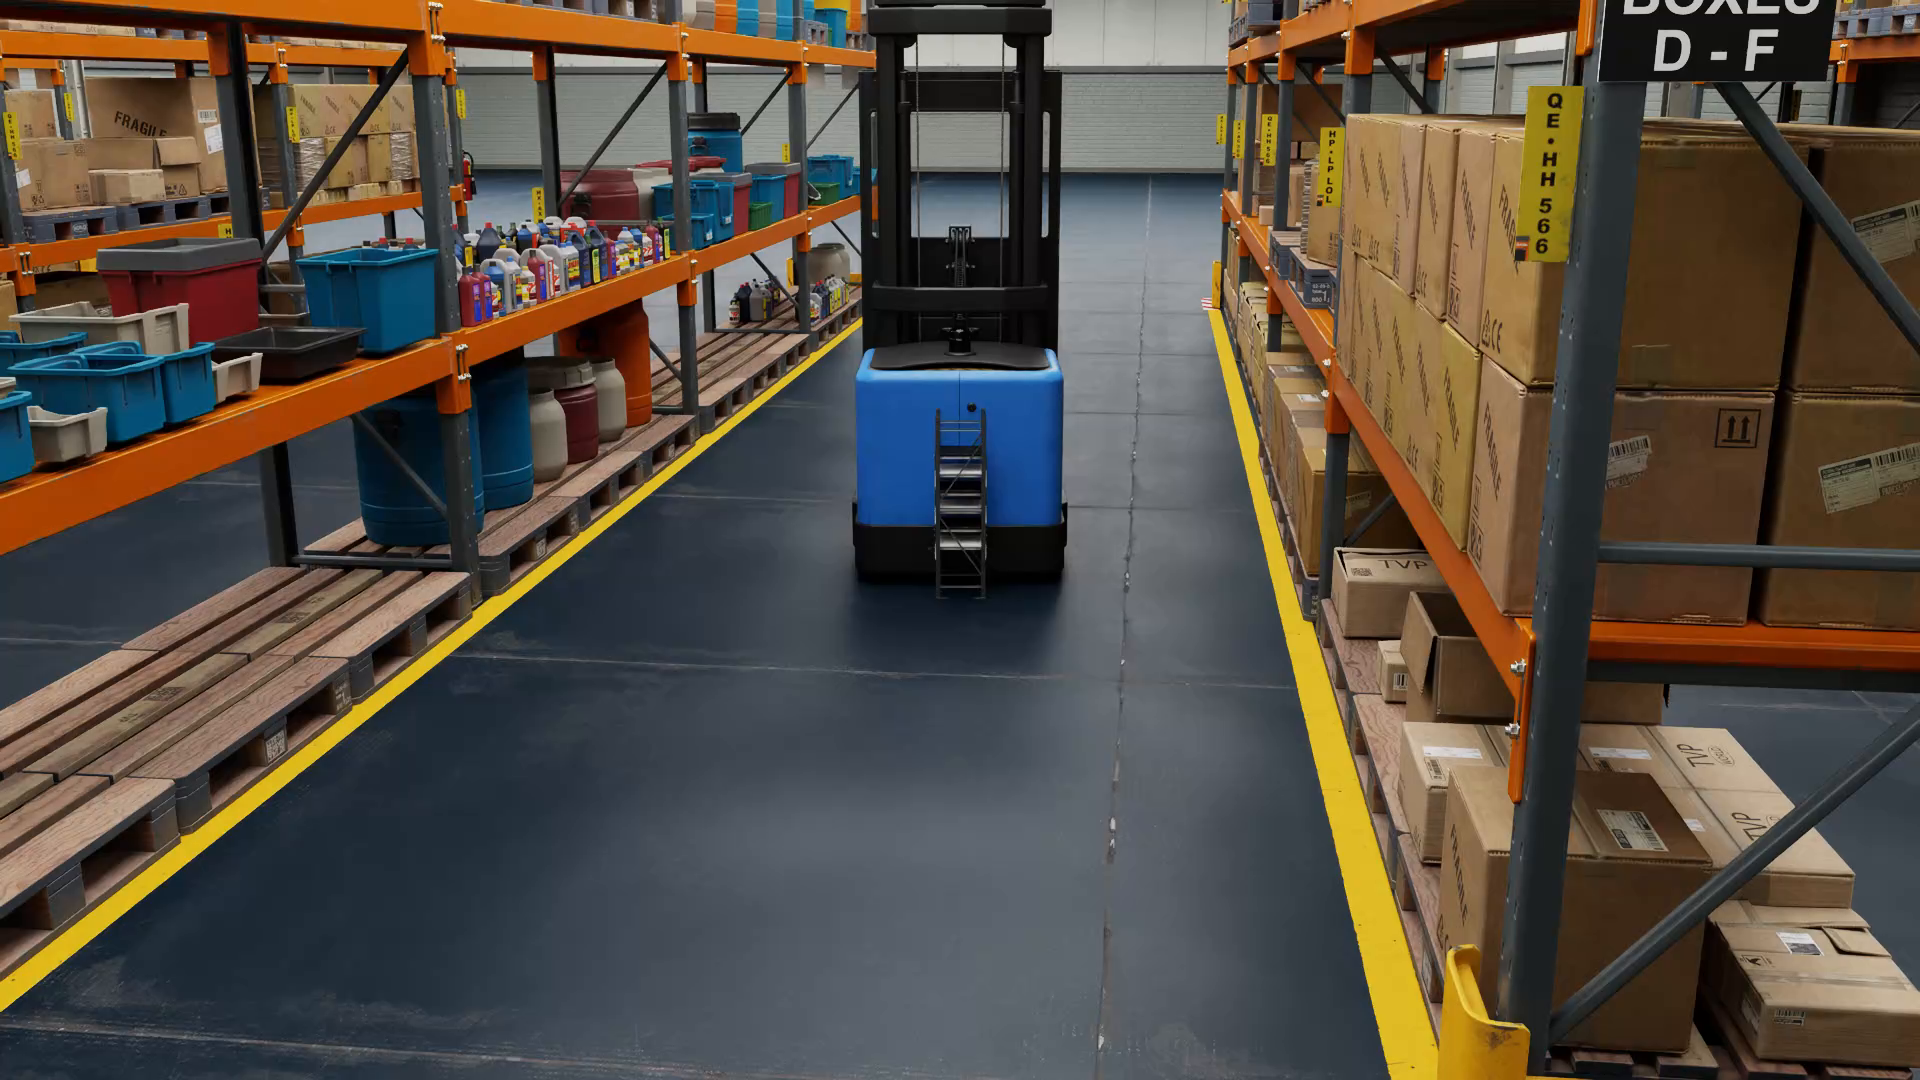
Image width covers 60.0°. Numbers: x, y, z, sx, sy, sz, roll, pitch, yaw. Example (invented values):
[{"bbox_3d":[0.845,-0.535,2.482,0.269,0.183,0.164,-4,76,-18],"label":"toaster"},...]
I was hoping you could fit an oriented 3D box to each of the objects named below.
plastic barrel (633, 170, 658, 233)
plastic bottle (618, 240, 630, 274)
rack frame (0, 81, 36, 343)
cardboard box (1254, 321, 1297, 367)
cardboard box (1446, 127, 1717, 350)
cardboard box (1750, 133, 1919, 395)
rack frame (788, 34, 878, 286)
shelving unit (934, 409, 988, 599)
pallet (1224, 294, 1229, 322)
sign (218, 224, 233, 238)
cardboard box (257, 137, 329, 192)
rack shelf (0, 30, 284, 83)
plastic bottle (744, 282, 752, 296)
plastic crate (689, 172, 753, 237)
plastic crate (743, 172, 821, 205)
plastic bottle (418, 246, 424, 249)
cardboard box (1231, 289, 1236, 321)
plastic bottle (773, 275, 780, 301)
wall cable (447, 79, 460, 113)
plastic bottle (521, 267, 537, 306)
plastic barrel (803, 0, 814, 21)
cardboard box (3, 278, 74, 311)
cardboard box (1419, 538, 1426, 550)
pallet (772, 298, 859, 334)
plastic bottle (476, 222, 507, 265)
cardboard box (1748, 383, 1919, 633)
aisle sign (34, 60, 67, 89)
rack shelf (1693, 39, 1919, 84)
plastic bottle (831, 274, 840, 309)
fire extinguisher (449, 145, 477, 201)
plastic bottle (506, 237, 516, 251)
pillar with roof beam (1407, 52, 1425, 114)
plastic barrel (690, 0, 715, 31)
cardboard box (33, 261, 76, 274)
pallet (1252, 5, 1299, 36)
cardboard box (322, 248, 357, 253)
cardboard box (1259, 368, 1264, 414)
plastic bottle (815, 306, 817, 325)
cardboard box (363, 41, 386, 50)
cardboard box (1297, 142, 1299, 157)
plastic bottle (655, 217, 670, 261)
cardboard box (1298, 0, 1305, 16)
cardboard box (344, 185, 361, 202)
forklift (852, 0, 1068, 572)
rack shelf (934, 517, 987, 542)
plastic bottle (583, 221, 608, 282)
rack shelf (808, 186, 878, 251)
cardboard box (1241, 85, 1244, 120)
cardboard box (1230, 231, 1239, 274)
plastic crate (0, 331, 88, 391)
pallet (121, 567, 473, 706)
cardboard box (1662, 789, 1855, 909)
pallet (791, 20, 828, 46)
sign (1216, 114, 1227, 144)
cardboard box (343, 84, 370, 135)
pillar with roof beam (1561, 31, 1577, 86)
[{"bbox_3d":[-2.453,-2.506,12.470,0.421,0.512,0.421,0,15,0],"label":"plastic barrel"},{"bbox_3d":[-2.090,-1.750,10.269,0.097,0.201,0.097,0,15,0],"label":"plastic bottle"},{"bbox_3d":[-7.278,-2.325,12.014,1.000,3.000,0.127,2,15,6],"label":"rack frame"},{"bbox_3d":[2.431,-1.457,12.191,0.500,0.311,0.500,1,15,5],"label":"cardboard box"},{"bbox_3d":[1.495,-0.743,4.056,0.500,0.500,0.500,2,15,8],"label":"cardboard box"},{"bbox_3d":[1.974,-0.596,3.512,0.500,0.500,0.500,2,15,8],"label":"cardboard box"},{"bbox_3d":[-1.454,-4.254,19.148,1.000,3.000,0.127,2,15,6],"label":"rack frame"},{"bbox_3d":[0.003,-0.174,8.083,0.258,0.900,0.210,0,15,0],"label":"shelving unit"},{"bbox_3d":[3.423,-2.562,18.231,1.003,0.211,1.213,2,15,6],"label":"pallet"},{"bbox_3d":[-3.354,-1.292,7.664,0.100,0.325,0.005,2,15,6],"label":"sign"},{"bbox_3d":[-6.714,-3.669,16.224,0.875,0.500,0.500,2,15,6],"label":"cardboard box"},{"bbox_3d":[-7.052,-3.945,13.635,1.077,0.370,4.000,2,15,6],"label":"rack shelf"},{"bbox_3d":[-2.097,-2.376,16.433,0.144,0.351,0.185,1,15,3],"label":"plastic bottle"},{"bbox_3d":[-1.870,-2.620,12.983,0.402,0.464,0.583,2,15,6],"label":"plastic crate"},{"bbox_3d":[-1.720,-3.319,15.808,0.767,0.338,0.504,2,15,6],"label":"plastic crate"},{"bbox_3d":[-2.971,-1.454,9.031,0.152,0.276,0.135,2,15,6],"label":"plastic bottle"},{"bbox_3d":[2.959,-2.331,16.501,0.500,0.250,0.500,2,15,6],"label":"cardboard box"},{"bbox_3d":[-1.968,-2.688,17.742,0.097,0.271,0.097,0,15,0],"label":"plastic bottle"},{"bbox_3d":[-17.097,-14.586,51.813,3.097,2.526,0.112,2,15,6],"label":"wall cable"},{"bbox_3d":[-2.273,-1.329,8.713,0.097,0.201,0.097,0,15,0],"label":"plastic bottle"},{"bbox_3d":[-1.686,-5.364,15.743,0.600,0.901,0.708,2,15,6],"label":"plastic barrel"},{"bbox_3d":[-7.232,-1.867,12.831,0.500,0.250,0.500,2,15,9],"label":"cardboard box"},{"bbox_3d":[2.410,-0.119,7.801,0.500,0.500,0.500,1,15,4],"label":"cardboard box"},{"bbox_3d":[-1.653,-2.361,17.489,1.003,0.211,1.213,2,15,6],"label":"pallet"},{"bbox_3d":[-2.739,-1.682,9.731,0.144,0.351,0.185,2,15,6],"label":"plastic bottle"},{"bbox_3d":[1.974,-0.113,3.642,0.500,0.500,0.500,2,15,7],"label":"cardboard box"},{"bbox_3d":[-10.986,-5.837,20.021,0.394,0.787,0.004,2,15,6],"label":"aisle sign"},{"bbox_3d":[8.164,-4.544,15.853,1.077,0.370,4.000,2,15,6],"label":"rack shelf"},{"bbox_3d":[-1.311,-2.555,17.096,0.144,0.351,0.185,2,15,9],"label":"plastic bottle"},{"bbox_3d":[-5.904,-4.379,19.757,0.296,0.674,0.183,2,15,6],"label":"fire extinguisher"},{"bbox_3d":[-2.834,-1.797,10.441,0.097,0.201,0.097,0,15,0],"label":"plastic bottle"},{"bbox_3d":[8.278,-14.559,45.764,9.100,9.000,0.400,2,15,6],"label":"pillar with roof beam"},{"bbox_3d":[-2.048,-4.076,11.782,0.600,0.901,0.600,0,15,0],"label":"plastic barrel"},{"bbox_3d":[-11.303,-3.572,19.890,0.875,0.875,0.875,2,15,7],"label":"cardboard box"},{"bbox_3d":[2.676,-3.858,12.298,1.003,0.211,1.213,2,15,9],"label":"pallet"},{"bbox_3d":[-6.585,-2.917,18.186,0.500,0.500,0.500,3,15,11],"label":"cardboard box"},{"bbox_3d":[2.382,-1.051,11.767,0.500,0.250,0.500,2,15,8],"label":"cardboard box"},{"bbox_3d":[-1.422,-2.174,15.975,0.097,0.201,0.097,0,15,0],"label":"plastic bottle"},{"bbox_3d":[-6.348,-5.250,17.373,0.500,0.250,0.500,1,15,5],"label":"cardboard box"},{"bbox_3d":[3.267,-3.560,15.148,0.380,0.149,0.250,2,15,7],"label":"cardboard box"},{"bbox_3d":[-1.978,-2.005,11.056,0.061,0.283,0.133,2,15,6],"label":"plastic bottle"},{"bbox_3d":[2.549,-3.414,10.105,0.910,0.500,0.500,2,15,6],"label":"cardboard box"},{"bbox_3d":[-6.374,-3.547,17.015,0.380,0.149,0.250,2,15,6],"label":"cardboard box"},{"bbox_3d":[0.002,-1.579,9.385,1.130,2.935,3.031,0,15,0],"label":"forklift"},{"bbox_3d":[0.003,-0.055,8.116,0.258,0.077,0.200,0,15,0],"label":"rack shelf"},{"bbox_3d":[-2.166,-1.701,9.802,0.144,0.351,0.185,2,15,6],"label":"plastic bottle"},{"bbox_3d":[-1.679,-3.388,17.324,1.077,0.370,4.000,2,15,6],"label":"rack shelf"},{"bbox_3d":[3.396,-4.647,17.925,0.700,0.500,0.500,2,15,6],"label":"cardboard box"},{"bbox_3d":[3.088,-2.952,17.360,0.500,0.500,0.500,2,15,6],"label":"cardboard box"},{"bbox_3d":[-3.282,-0.593,5.813,0.416,0.233,0.300,2,15,6],"label":"plastic crate"},{"bbox_3d":[-2.852,0.396,7.293,1.003,0.211,1.213,2,15,6],"label":"pallet"},{"bbox_3d":[2.062,0.895,4.530,0.500,0.250,0.500,2,15,6],"label":"cardboard box"},{"bbox_3d":[-1.921,-4.764,15.647,1.213,0.211,1.003,2,15,6],"label":"pallet"},{"bbox_3d":[2.917,-4.581,18.548,0.100,0.325,0.005,2,15,6],"label":"sign"},{"bbox_3d":[-6.411,-4.406,17.032,0.500,0.500,0.500,2,15,6],"label":"cardboard box"},{"bbox_3d":[6.247,-9.890,28.499,9.100,9.000,0.400,2,15,6],"label":"pillar with roof beam"}]
